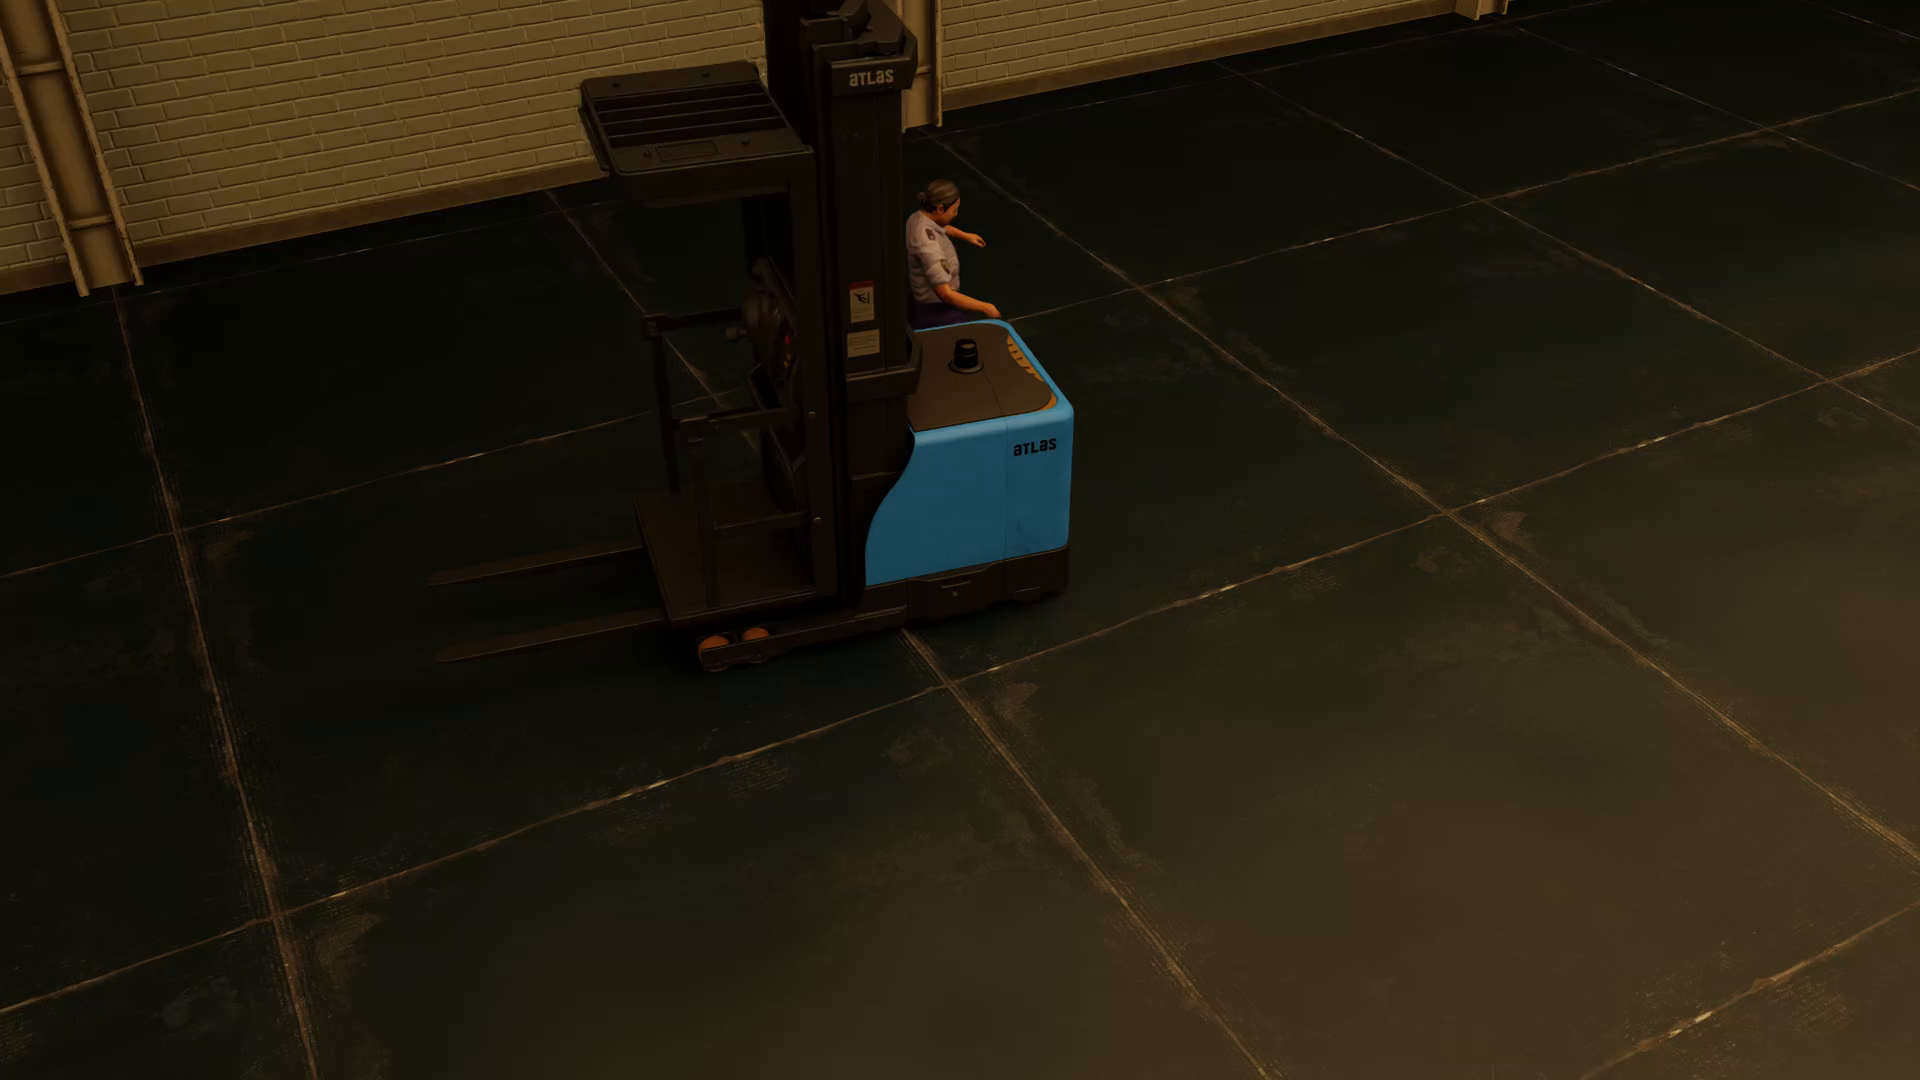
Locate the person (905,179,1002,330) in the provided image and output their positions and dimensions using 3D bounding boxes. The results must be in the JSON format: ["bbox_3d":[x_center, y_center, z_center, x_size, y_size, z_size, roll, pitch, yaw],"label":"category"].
[{"bbox_3d":[-0.037,-1.329,9.295,0.967,1.477,1.107,-6,36,-9],"label":"person"}]

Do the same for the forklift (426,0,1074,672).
[{"bbox_3d":[-1.031,-0.923,7.429,3.031,2.935,1.130,-11,37,-15],"label":"forklift"}]
